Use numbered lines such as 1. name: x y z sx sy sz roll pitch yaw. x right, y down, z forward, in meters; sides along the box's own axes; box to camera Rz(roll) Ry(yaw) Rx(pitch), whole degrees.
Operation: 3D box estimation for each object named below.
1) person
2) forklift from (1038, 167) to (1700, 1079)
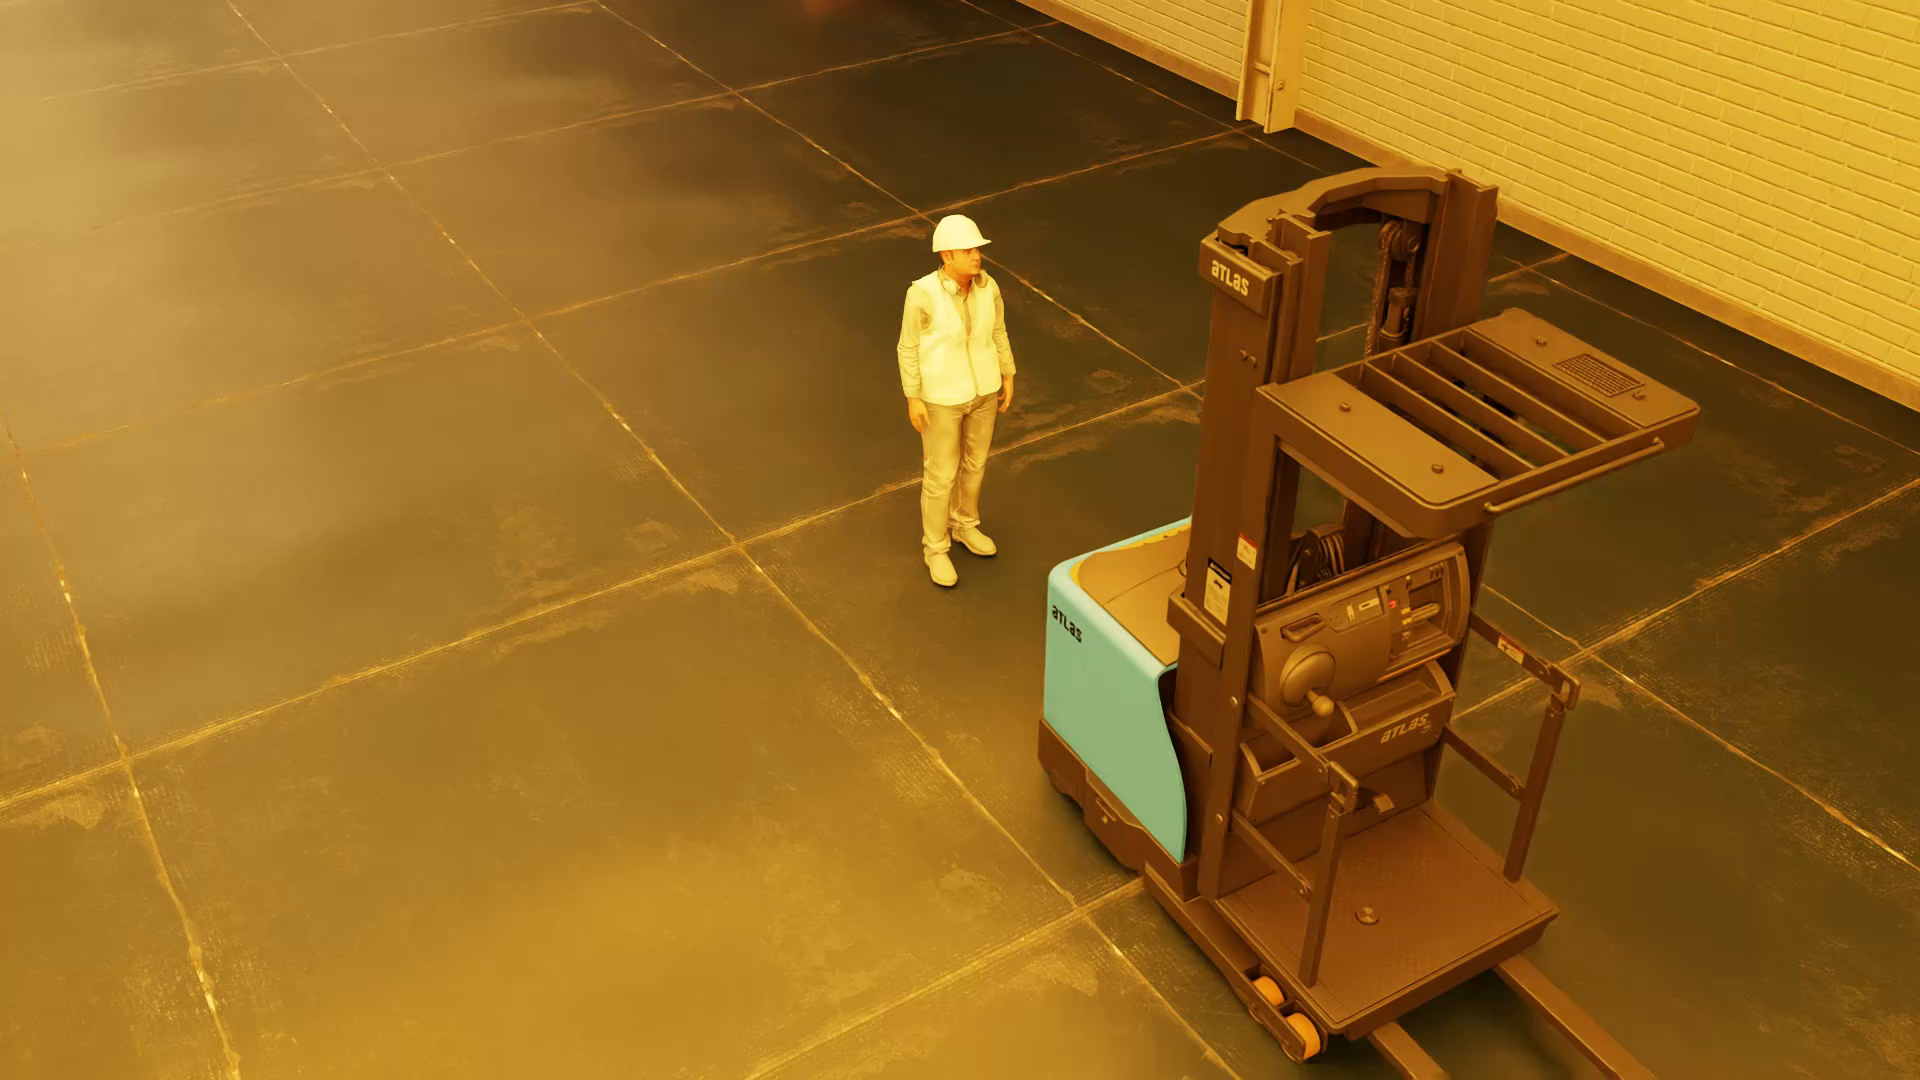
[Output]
1. person: 0.028 -0.699 8.137 0.633 1.775 0.566 -21 40 -27
2. forklift: 1.514 0.377 5.611 1.130 2.935 3.031 -18 39 -24
